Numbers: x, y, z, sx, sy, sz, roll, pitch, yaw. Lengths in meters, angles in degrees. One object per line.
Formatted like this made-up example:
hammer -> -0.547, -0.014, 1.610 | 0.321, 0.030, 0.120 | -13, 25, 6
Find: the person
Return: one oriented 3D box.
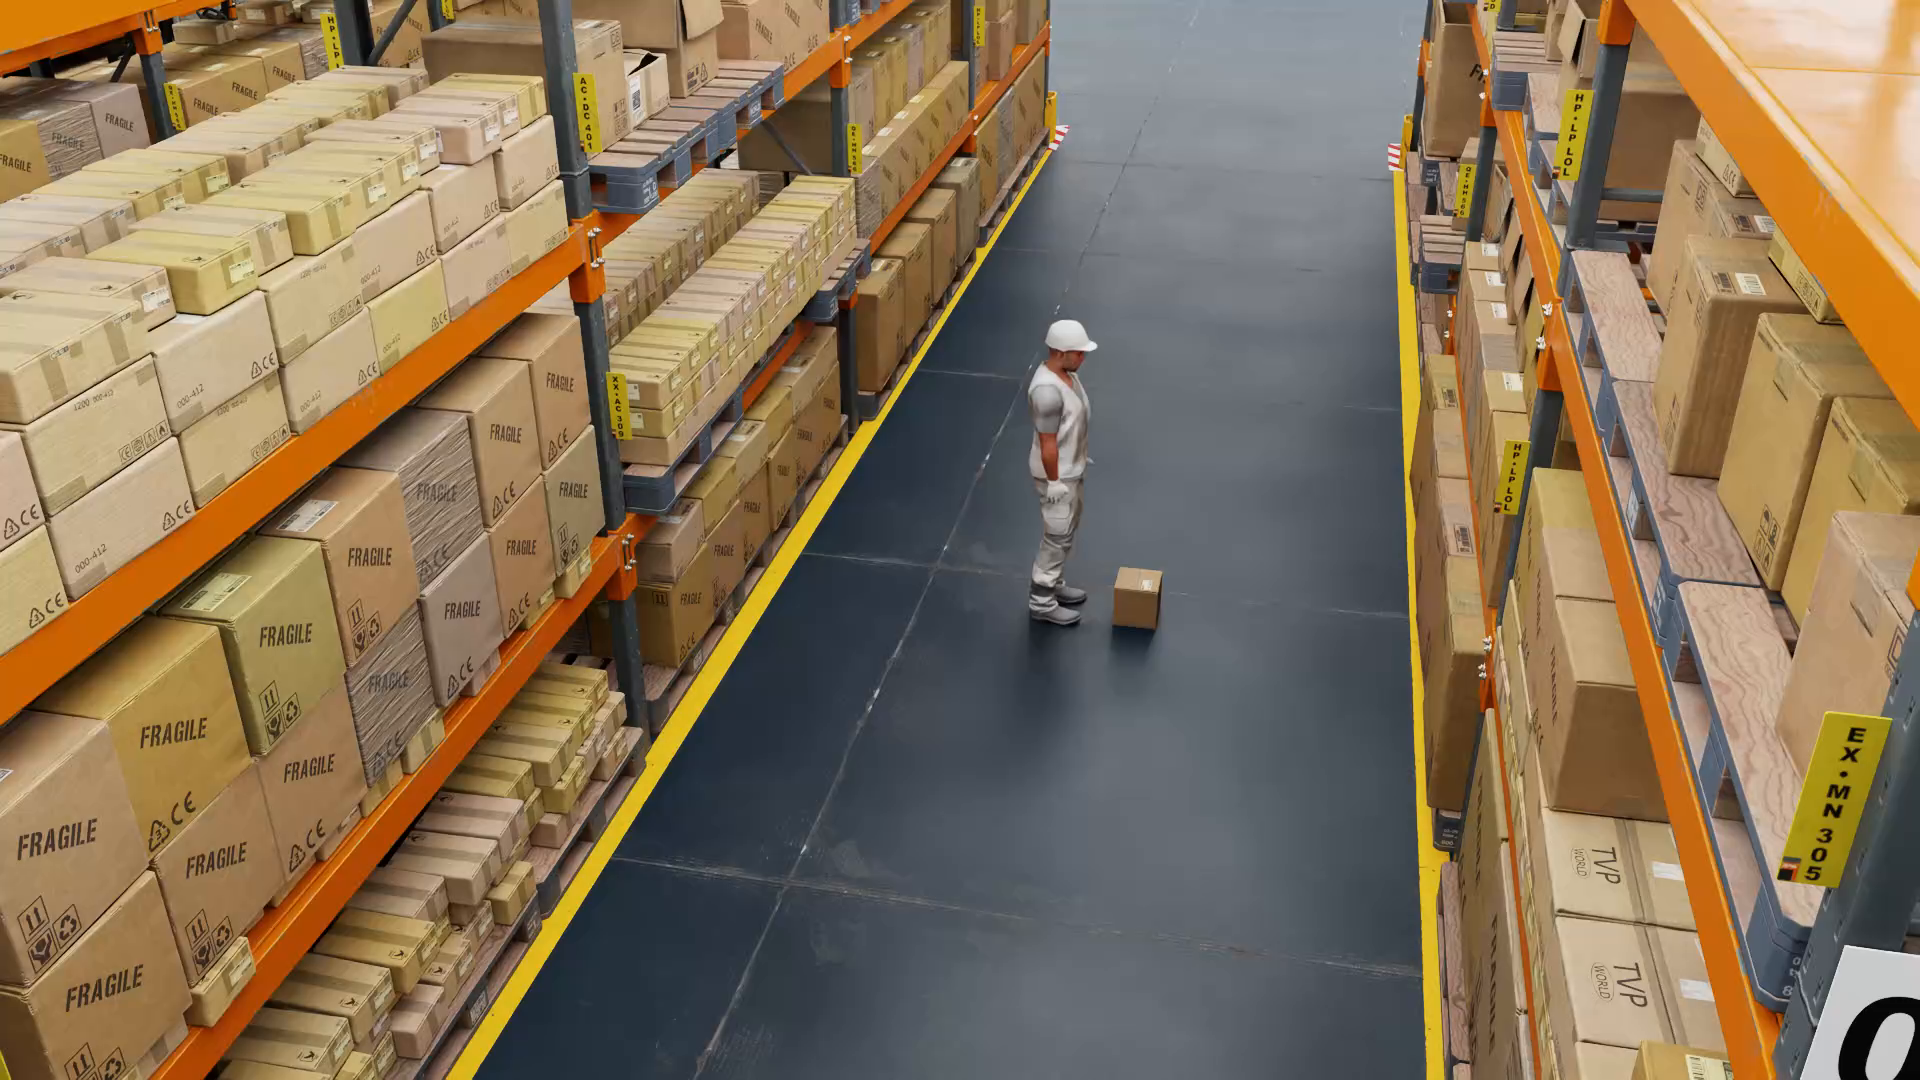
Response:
person -> 0.562, -0.391, 9.327 | 0.351, 1.777, 0.528 | 6, 29, 12
